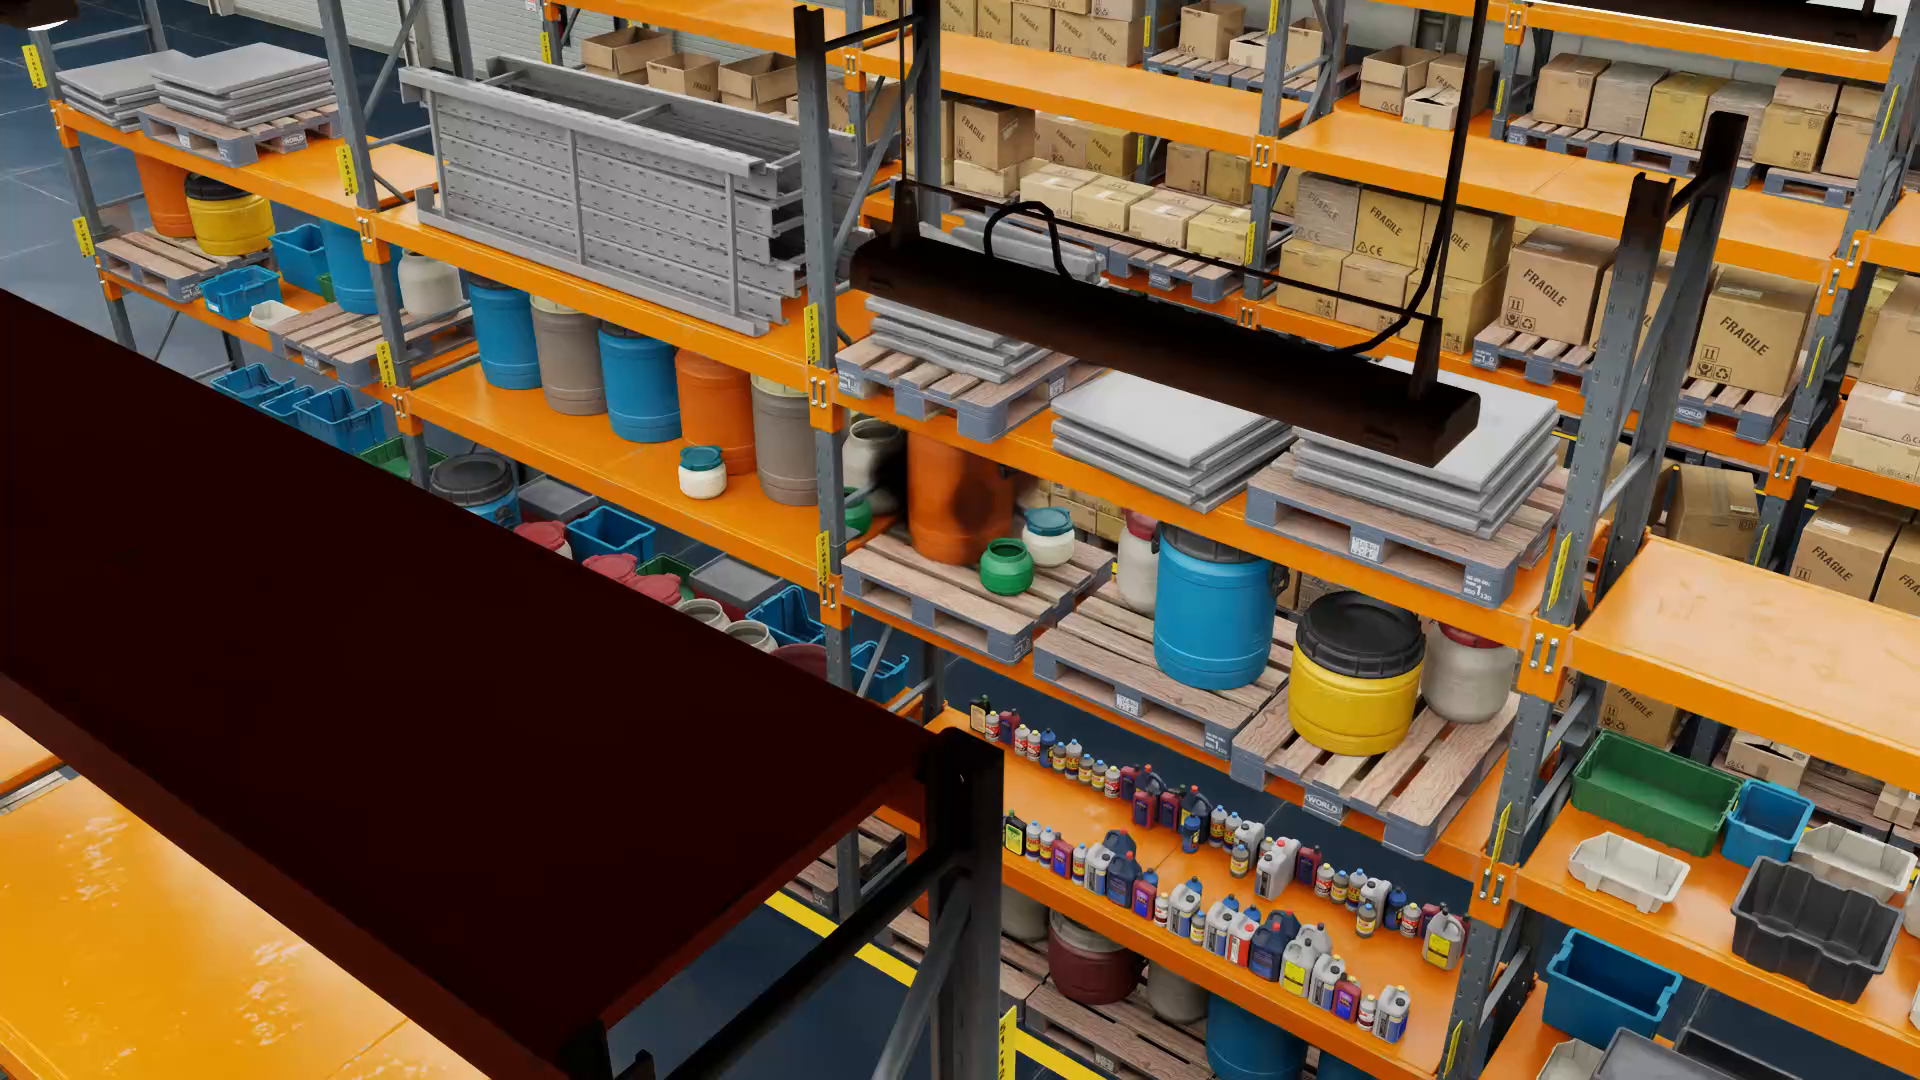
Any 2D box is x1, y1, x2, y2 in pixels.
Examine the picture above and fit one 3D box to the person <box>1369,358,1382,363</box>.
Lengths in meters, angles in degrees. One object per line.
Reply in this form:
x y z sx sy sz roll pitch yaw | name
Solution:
3.781 -1.057 15.307 0.611 1.756 0.498 11 33 18 | person
